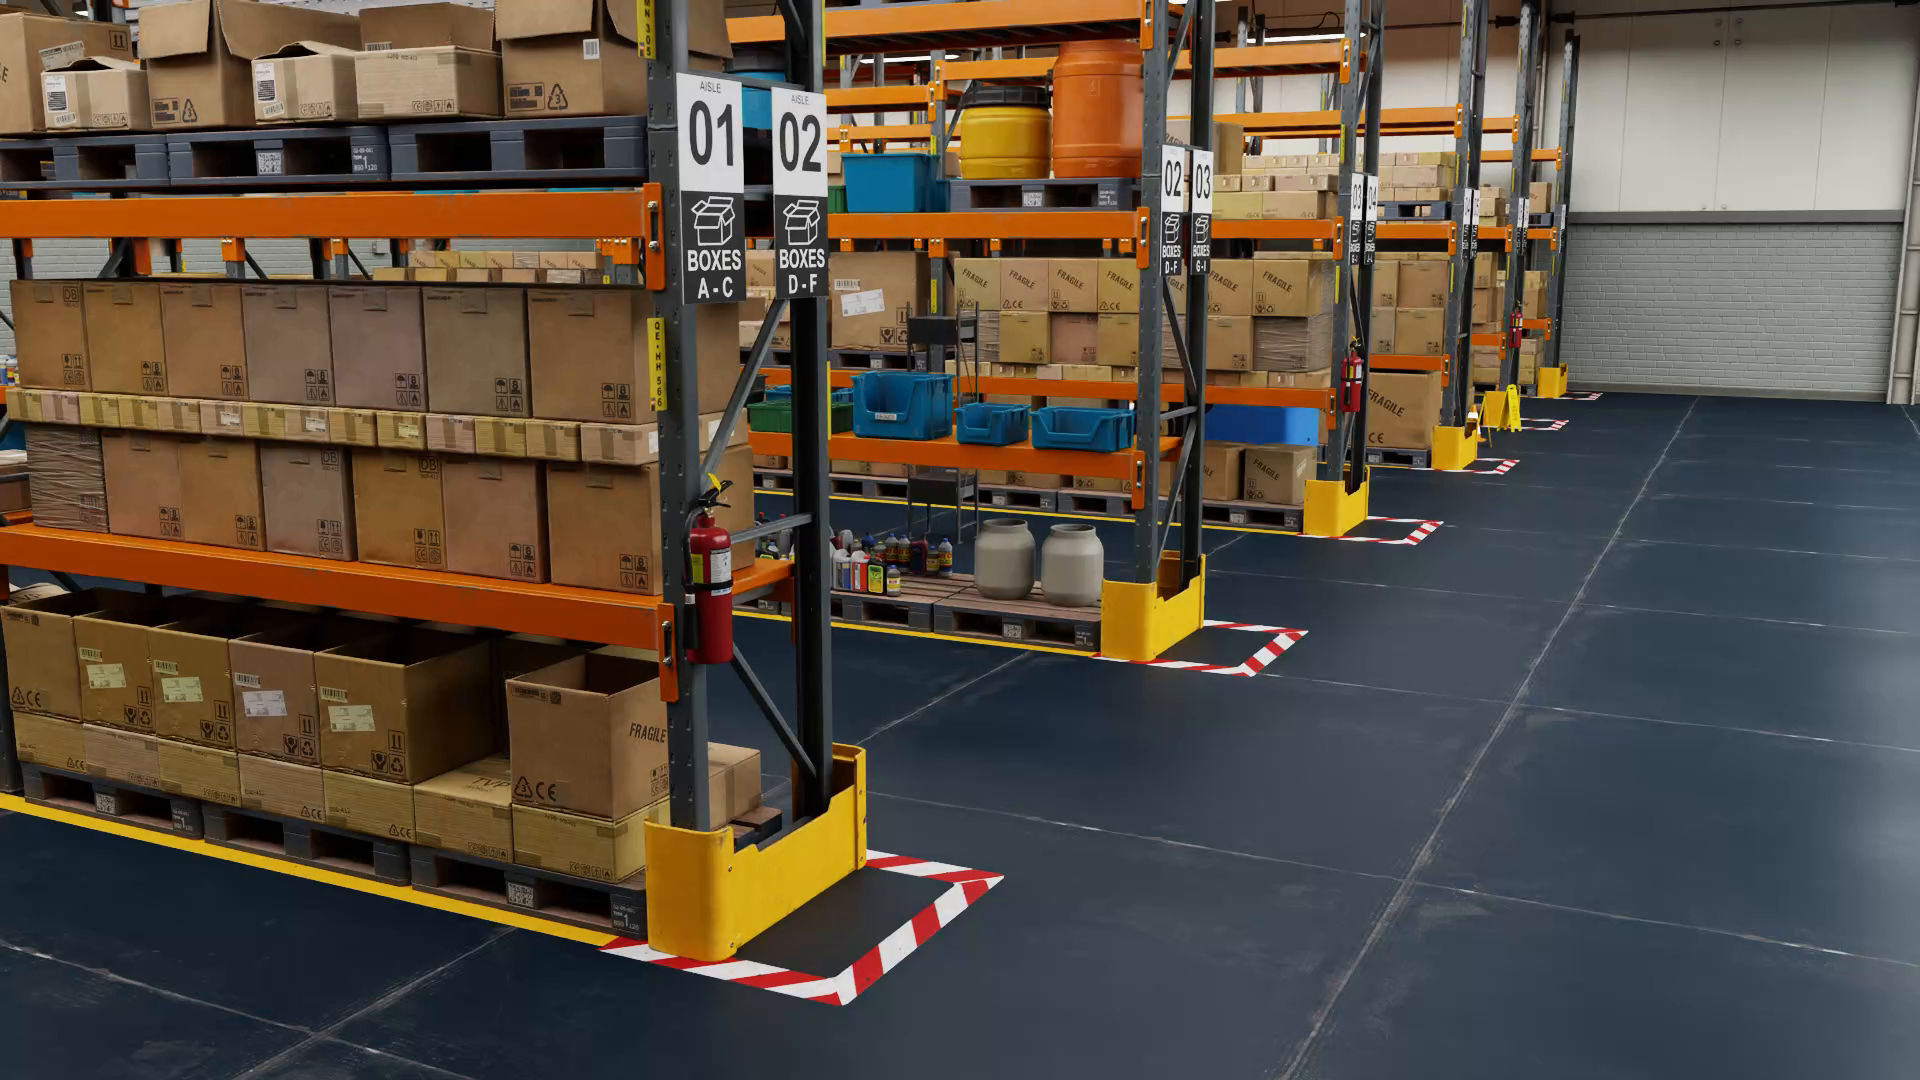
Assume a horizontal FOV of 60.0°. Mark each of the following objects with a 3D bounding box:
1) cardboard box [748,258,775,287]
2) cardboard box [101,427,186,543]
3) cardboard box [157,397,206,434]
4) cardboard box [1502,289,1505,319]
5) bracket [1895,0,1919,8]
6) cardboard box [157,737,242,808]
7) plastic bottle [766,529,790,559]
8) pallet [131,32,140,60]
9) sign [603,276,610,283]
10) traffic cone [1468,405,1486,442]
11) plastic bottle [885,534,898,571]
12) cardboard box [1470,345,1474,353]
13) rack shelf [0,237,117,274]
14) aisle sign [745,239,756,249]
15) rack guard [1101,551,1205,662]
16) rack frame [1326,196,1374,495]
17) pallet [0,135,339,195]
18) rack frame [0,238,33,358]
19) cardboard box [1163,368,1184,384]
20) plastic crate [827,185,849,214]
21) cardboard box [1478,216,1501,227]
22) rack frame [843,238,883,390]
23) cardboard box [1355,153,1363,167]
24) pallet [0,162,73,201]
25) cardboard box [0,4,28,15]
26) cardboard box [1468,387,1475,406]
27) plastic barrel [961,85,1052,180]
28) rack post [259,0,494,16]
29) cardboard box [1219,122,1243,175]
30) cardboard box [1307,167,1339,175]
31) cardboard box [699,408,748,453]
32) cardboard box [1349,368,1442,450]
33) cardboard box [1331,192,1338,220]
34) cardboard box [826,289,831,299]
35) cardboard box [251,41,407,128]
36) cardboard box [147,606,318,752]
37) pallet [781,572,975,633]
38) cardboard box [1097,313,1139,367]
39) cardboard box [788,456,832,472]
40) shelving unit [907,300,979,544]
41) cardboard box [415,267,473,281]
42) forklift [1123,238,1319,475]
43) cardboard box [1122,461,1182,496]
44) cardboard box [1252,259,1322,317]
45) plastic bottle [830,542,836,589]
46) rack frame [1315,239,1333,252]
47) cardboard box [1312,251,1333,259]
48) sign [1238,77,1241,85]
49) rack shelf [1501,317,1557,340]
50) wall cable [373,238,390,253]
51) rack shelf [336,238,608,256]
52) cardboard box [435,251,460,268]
[{"bbox_3d":[-3.348,-4.663,29.036,0.500,0.500,0.500,5,11,25],"label":"cardboard box"},{"bbox_3d":[-3.523,-0.308,7.783,0.500,0.500,0.700,5,11,25],"label":"cardboard box"},{"bbox_3d":[-3.328,-0.569,7.406,0.250,0.149,0.380,5,11,24],"label":"cardboard box"},{"bbox_3d":[9.133,-4.064,28.537,0.500,0.500,0.500,5,12,28],"label":"cardboard box"},{"bbox_3d":[14.777,-8.401,25.828,0.430,0.232,0.235,5,11,26],"label":"bracket"},{"bbox_3d":[-3.226,0.978,7.498,0.500,0.250,0.500,5,11,26],"label":"cardboard box"},{"bbox_3d":[-1.371,0.045,12.526,0.135,0.276,0.152,5,11,26],"label":"plastic bottle"},{"bbox_3d":[-6.425,-4.164,14.174,1.003,0.211,1.213,5,11,26],"label":"pallet"},{"bbox_3d":[-3.843,-2.711,18.091,0.005,0.325,0.100,5,11,26],"label":"sign"},{"bbox_3d":[6.816,-1.558,22.095,0.334,0.463,0.336,5,11,26],"label":"traffic cone"},{"bbox_3d":[-0.503,0.089,12.293,0.097,0.271,0.097,0,10,0],"label":"plastic bottle"},{"bbox_3d":[8.683,-3.385,28.801,0.500,0.250,0.500,5,11,27],"label":"cardboard box"},{"bbox_3d":[-6.193,-1.613,8.872,4.000,0.370,1.077,5,11,26],"label":"rack shelf"},{"bbox_3d":[-4.388,-6.474,34.835,0.004,0.787,0.394,5,11,26],"label":"aisle sign"},{"bbox_3d":[1.293,0.422,11.046,0.348,0.500,1.175,5,11,26],"label":"rack guard"},{"bbox_3d":[3.574,-1.600,15.203,0.127,3.000,1.000,5,11,26],"label":"rack frame"},{"bbox_3d":[-3.624,-1.703,7.596,1.213,0.211,1.003,5,11,26],"label":"pallet"},{"bbox_3d":[-9.379,-1.755,16.057,0.127,3.000,1.000,5,11,26],"label":"rack frame"},{"bbox_3d":[2.099,-1.562,15.697,0.250,0.149,0.380,5,11,26],"label":"cardboard box"},{"bbox_3d":[-0.910,-2.328,11.398,0.450,0.188,0.336,5,11,26],"label":"plastic crate"},{"bbox_3d":[7.515,-4.519,23.611,0.250,0.149,0.380,5,11,26],"label":"cardboard box"},{"bbox_3d":[-1.315,-3.015,23.019,0.127,3.000,1.000,5,11,26],"label":"rack frame"},{"bbox_3d":[4.721,-4.418,19.354,0.250,0.149,0.380,5,12,27],"label":"cardboard box"},{"bbox_3d":[-5.197,-1.783,8.326,1.217,0.209,0.805,5,11,24],"label":"pallet"},{"bbox_3d":[-4.936,-2.366,8.149,0.500,0.500,0.500,5,11,27],"label":"cardboard box"},{"bbox_3d":[7.358,-2.144,24.750,0.500,0.250,0.500,5,11,25],"label":"cardboard box"},{"bbox_3d":[0.304,-2.654,10.895,0.600,0.588,0.600,0,10,0],"label":"plastic barrel"},{"bbox_3d":[-4.009,-4.316,12.803,3.121,1.000,1.013,5,11,26],"label":"rack post"},{"bbox_3d":[2.362,-3.678,15.740,0.500,0.500,0.500,5,11,26],"label":"cardboard box"},{"bbox_3d":[4.399,-4.262,19.613,0.500,0.250,0.500,5,11,25],"label":"cardboard box"},{"bbox_3d":[-1.069,-0.452,6.757,0.250,0.149,0.380,5,11,25],"label":"cardboard box"},{"bbox_3d":[5.222,-1.588,19.924,0.875,0.875,0.875,5,11,26],"label":"cardboard box"},{"bbox_3d":[3.256,-3.082,15.387,0.500,0.250,0.500,5,12,28],"label":"cardboard box"},{"bbox_3d":[-1.958,-3.356,22.759,0.250,0.149,0.380,5,11,24],"label":"cardboard box"},{"bbox_3d":[-2.461,-1.818,6.664,0.500,0.311,0.500,7,12,33],"label":"cardboard box"},{"bbox_3d":[-3.226,0.609,7.431,0.500,0.500,0.500,5,11,26],"label":"cardboard box"},{"bbox_3d":[-0.523,0.403,11.963,1.213,0.211,1.003,5,11,26],"label":"pallet"},{"bbox_3d":[1.719,-1.951,16.027,0.500,0.500,0.875,5,11,26],"label":"cardboard box"},{"bbox_3d":[-1.476,-1.038,17.881,0.500,0.500,0.700,4,11,21],"label":"cardboard box"},{"bbox_3d":[-0.148,-1.046,14.669,0.503,2.100,0.431,5,11,26],"label":"shelving unit"},{"bbox_3d":[-6.001,-2.984,19.749,0.637,0.503,0.797,5,11,26],"label":"cardboard box"},{"bbox_3d":[2.427,-2.161,18.493,3.031,2.935,1.130,6,12,29],"label":"forklift"},{"bbox_3d":[1.917,-0.723,16.194,0.500,0.500,0.500,6,12,31],"label":"cardboard box"},{"bbox_3d":[2.971,-2.292,15.100,0.500,0.500,0.500,5,11,26],"label":"cardboard box"},{"bbox_3d":[-0.947,0.156,11.704,0.185,0.351,0.144,6,12,28],"label":"plastic bottle"},{"bbox_3d":[6.565,-4.291,30.071,0.127,3.000,1.000,5,11,26],"label":"rack frame"},{"bbox_3d":[5.557,-4.029,24.698,0.500,0.500,0.700,5,11,25],"label":"cardboard box"},{"bbox_3d":[4.131,-6.899,24.565,0.005,0.325,0.100,5,11,26],"label":"sign"},{"bbox_3d":[8.358,-3.779,29.264,4.000,0.370,1.077,5,11,26],"label":"rack shelf"},{"bbox_3d":[-11.457,-5.400,33.255,0.123,1.953,0.585,5,11,26],"label":"wall cable"},{"bbox_3d":[-5.394,-3.510,19.353,4.000,0.370,1.077,5,11,26],"label":"rack shelf"},{"bbox_3d":[-7.749,-4.216,25.734,0.500,0.500,0.500,5,12,27],"label":"cardboard box"}]
